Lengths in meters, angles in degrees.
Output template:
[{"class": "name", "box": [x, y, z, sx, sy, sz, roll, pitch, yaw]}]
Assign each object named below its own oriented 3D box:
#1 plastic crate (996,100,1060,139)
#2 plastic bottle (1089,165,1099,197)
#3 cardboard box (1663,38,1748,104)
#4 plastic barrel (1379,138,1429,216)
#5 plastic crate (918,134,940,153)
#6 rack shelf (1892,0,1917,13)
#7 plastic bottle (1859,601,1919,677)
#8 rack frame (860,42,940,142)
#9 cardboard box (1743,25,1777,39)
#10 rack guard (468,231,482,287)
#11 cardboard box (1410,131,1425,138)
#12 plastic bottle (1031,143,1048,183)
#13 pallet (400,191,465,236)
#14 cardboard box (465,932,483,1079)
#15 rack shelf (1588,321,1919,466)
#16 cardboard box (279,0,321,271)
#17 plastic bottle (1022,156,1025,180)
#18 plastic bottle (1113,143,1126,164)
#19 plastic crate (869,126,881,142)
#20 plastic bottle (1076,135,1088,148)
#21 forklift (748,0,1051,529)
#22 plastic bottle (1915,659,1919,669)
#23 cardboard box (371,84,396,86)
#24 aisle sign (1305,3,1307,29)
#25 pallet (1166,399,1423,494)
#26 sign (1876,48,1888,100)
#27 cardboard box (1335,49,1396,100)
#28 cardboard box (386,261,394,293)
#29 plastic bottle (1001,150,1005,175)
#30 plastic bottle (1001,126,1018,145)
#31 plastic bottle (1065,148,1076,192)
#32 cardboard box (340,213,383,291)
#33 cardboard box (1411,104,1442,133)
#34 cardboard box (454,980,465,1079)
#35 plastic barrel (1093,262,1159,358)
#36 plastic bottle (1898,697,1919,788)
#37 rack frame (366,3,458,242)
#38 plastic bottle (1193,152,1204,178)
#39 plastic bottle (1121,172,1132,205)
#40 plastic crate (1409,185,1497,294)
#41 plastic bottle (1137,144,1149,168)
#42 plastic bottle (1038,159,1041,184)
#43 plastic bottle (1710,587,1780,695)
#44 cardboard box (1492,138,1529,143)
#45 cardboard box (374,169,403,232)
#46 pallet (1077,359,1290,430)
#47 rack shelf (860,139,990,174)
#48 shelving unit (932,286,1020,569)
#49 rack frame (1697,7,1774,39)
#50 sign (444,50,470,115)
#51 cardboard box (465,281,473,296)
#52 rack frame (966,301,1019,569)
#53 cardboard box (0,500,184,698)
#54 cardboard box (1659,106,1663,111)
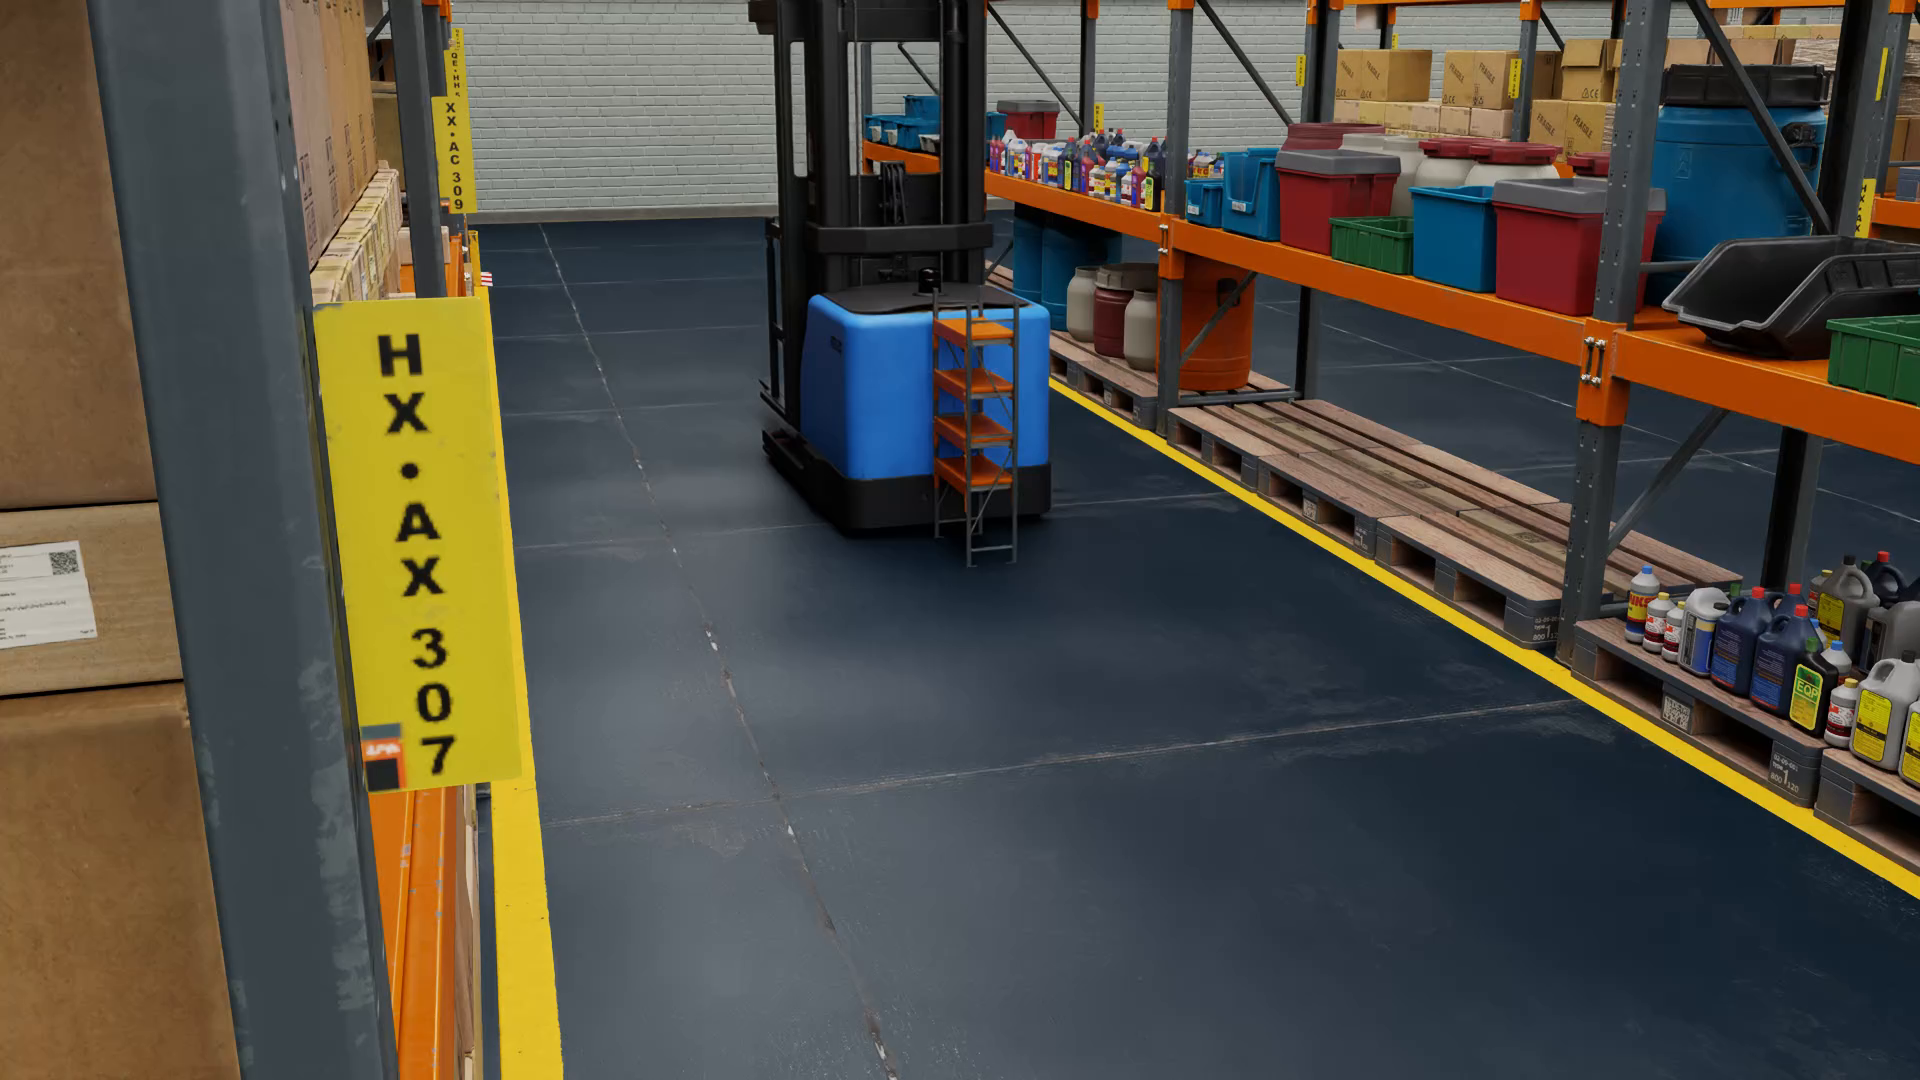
[{"class": "plastic crate", "box": [0.582, -3.533, 14.283, 0.402, 0.464, 0.583, -5, 17, -15]}, {"class": "plastic bottle", "box": [0.899, -2.369, 10.970, 0.097, 0.201, 0.097, 0, 17, 0]}, {"class": "cardboard box", "box": [5.895, -3.589, 12.769, 0.797, 0.503, 0.637, -4, 17, -13]}, {"class": "plastic barrel", "box": [2.289, -1.770, 8.435, 0.421, 0.512, 0.421, 0, 17, 0]}, {"class": "plastic crate", "box": [-0.182, -3.567, 14.967, 0.293, 0.136, 0.466, -5, 17, -15]}, {"class": "rack shelf", "box": [6.997, -3.031, 8.864, 1.077, 0.370, 4.000, -5, 17, -15]}, {"class": "plastic bottle", "box": [3.156, 0.327, 5.619, 0.152, 0.276, 0.135, -5, 17, -15]}, {"class": "rack frame", "box": [-0.513, -4.313, 17.097, 1.000, 3.000, 0.127, -5, 17, -15]}, {"class": "cardboard box", "box": [9.059, -5.454, 18.465, 0.500, 0.500, 0.500, -4, 17, -14]}, {"class": "rack guard", "box": [-5.256, -2.704, 16.086, 1.175, 0.500, 0.348, -5, 17, -15]}, {"class": "cardboard box", "box": [4.596, -3.892, 16.131, 0.380, 0.149, 0.250, -5, 17, -16]}, {"class": "plastic bottle", "box": [0.601, -2.733, 12.052, 0.152, 0.276, 0.135, -5, 17, -15]}, {"class": "pallet", "box": [-3.332, -1.800, 9.063, 1.213, 0.211, 1.003, -5, 17, -15]}, {"class": "cardboard box", "box": [-1.224, 1.038, 3.332, 0.500, 0.250, 0.500, -5, 17, -15]}, {"class": "rack shelf", "box": [3.334, -0.096, 4.308, 1.077, 0.370, 4.000, -5, 17, -15]}, {"class": "cardboard box", "box": [-1.299, -0.595, 2.290, 0.700, 0.500, 0.500, -5, 17, -15]}, {"class": "plastic bottle", "box": [0.506, -2.764, 12.285, 0.097, 0.201, 0.097, 0, 17, 0]}, {"class": "plastic bottle", "box": [1.166, -2.769, 12.179, 0.097, 0.271, 0.097, 0, 17, 0]}, {"class": "plastic crate", "box": [-0.753, -4.026, 16.495, 0.250, 0.136, 0.298, -5, 17, -15]}, {"class": "plastic bottle", "box": [1.005, -3.064, 13.153, 0.152, 0.276, 0.135, -5, 17, -15]}, {"class": "forklift", "box": [-0.490, -1.840, 8.982, 1.130, 2.935, 3.031, -5, 18, -17]}, {"class": "plastic bottle", "box": [2.912, 0.507, 5.019, 0.152, 0.276, 0.135, -5, 17, -15]}, {"class": "cardboard box", "box": [-4.013, -2.731, 10.926, 0.700, 0.500, 0.500, -2, 17, -6]}, {"class": "aisle sign", "box": [3.941, -5.946, 18.013, 0.394, 0.787, 0.004, -5, 17, -15]}, {"class": "pallet", "box": [1.861, -0.547, 9.407, 1.003, 0.211, 1.213, -5, 17, -15]}, {"class": "sign", "box": [5.915, -3.002, 10.718, 0.100, 0.325, 0.005, -5, 17, -15]}, {"class": "cardboard box", "box": [4.259, -4.842, 17.298, 0.500, 0.500, 0.500, -5, 17, -17]}, {"class": "cardboard box", "box": [-2.319, -1.011, 5.928, 0.500, 0.500, 0.500, -3, 17, -11]}, {"class": "plastic bottle", "box": [0.362, -2.909, 12.767, 0.097, 0.201, 0.097, 0, 17, 0]}, {"class": "plastic bottle", "box": [0.382, -3.049, 12.974, 0.144, 0.351, 0.185, -5, 17, -15]}, {"class": "plastic bottle", "box": [0.762, -2.527, 11.352, 0.061, 0.283, 0.133, -5, 17, -15]}, {"class": "cardboard box", "box": [-1.351, -0.552, 3.275, 0.380, 0.149, 0.250, -4, 17, -14]}, {"class": "cardboard box", "box": [4.690, -4.054, 15.979, 0.500, 0.250, 0.500, -4, 17, -14]}, {"class": "cardboard box", "box": [-1.102, 0.818, 2.759, 0.500, 0.500, 0.500, -5, 17, -15]}, {"class": "plastic barrel", "box": [1.224, -1.593, 11.502, 0.600, 0.588, 0.708, -5, 17, -15]}, {"class": "plastic bottle", "box": [2.827, 0.542, 4.775, 0.144, 0.351, 0.185, -4, 17, -13]}, {"class": "rack frame", "box": [-3.078, -1.710, 8.429, 1.000, 3.000, 0.127, -5, 17, -15]}, {"class": "plastic bottle", "box": [1.618, -2.474, 11.197, 0.097, 0.271, 0.097, 0, 17, 0]}, {"class": "plastic bottle", "box": [1.060, -2.207, 10.432, 0.097, 0.201, 0.097, 0, 17, 0]}, {"class": "plastic crate", "box": [2.182, -1.267, 6.983, 0.392, 0.384, 0.575, -5, 17, -15]}, {"class": "plastic bottle", "box": [1.345, -2.722, 12.015, 0.152, 0.276, 0.135, -5, 17, -15]}, {"class": "plastic bottle", "box": [0.607, -2.663, 11.949, 0.097, 0.201, 0.097, 0, 17, 0]}, {"class": "plastic bottle", "box": [2.607, 0.320, 5.512, 0.144, 0.351, 0.185, -4, 17, -14]}, {"class": "cardboard box", "box": [4.950, -3.536, 14.947, 0.380, 0.149, 0.250, -5, 17, -15]}, {"class": "cardboard box", "box": [-1.698, -0.903, 4.444, 0.380, 0.149, 0.250, -5, 17, -15]}, {"class": "pallet", "box": [1.429, -0.979, 10.846, 1.003, 0.211, 1.213, -5, 17, -15]}, {"class": "rack shelf", "box": [0.036, -3.415, 15.358, 1.077, 0.370, 4.000, -5, 17, -15]}, {"class": "shelving unit", "box": [0.067, -0.525, 7.613, 0.258, 1.200, 0.503, -5, 18, -17]}, {"class": "rack frame", "box": [9.046, -5.069, 19.613, 1.000, 3.000, 0.127, -5, 17, -15]}, {"class": "sign", "box": [-2.546, -2.309, 8.412, 0.100, 0.325, 0.005, -5, 17, -15]}, {"class": "cardboard box", "box": [-3.501, -1.440, 11.111, 0.500, 0.500, 0.500, -4, 17, -15]}, {"class": "rack frame", "box": [0.142, -0.458, 7.390, 0.240, 1.200, 0.015, -5, 18, -17]}, {"class": "cardboard box", "box": [-0.781, 0.019, 1.373, 0.380, 0.149, 0.250, -5, 17, -16]}, {"class": "cardboard box", "box": [5.657, -3.079, 12.815, 0.500, 0.500, 0.500, -4, 17, -14]}]
